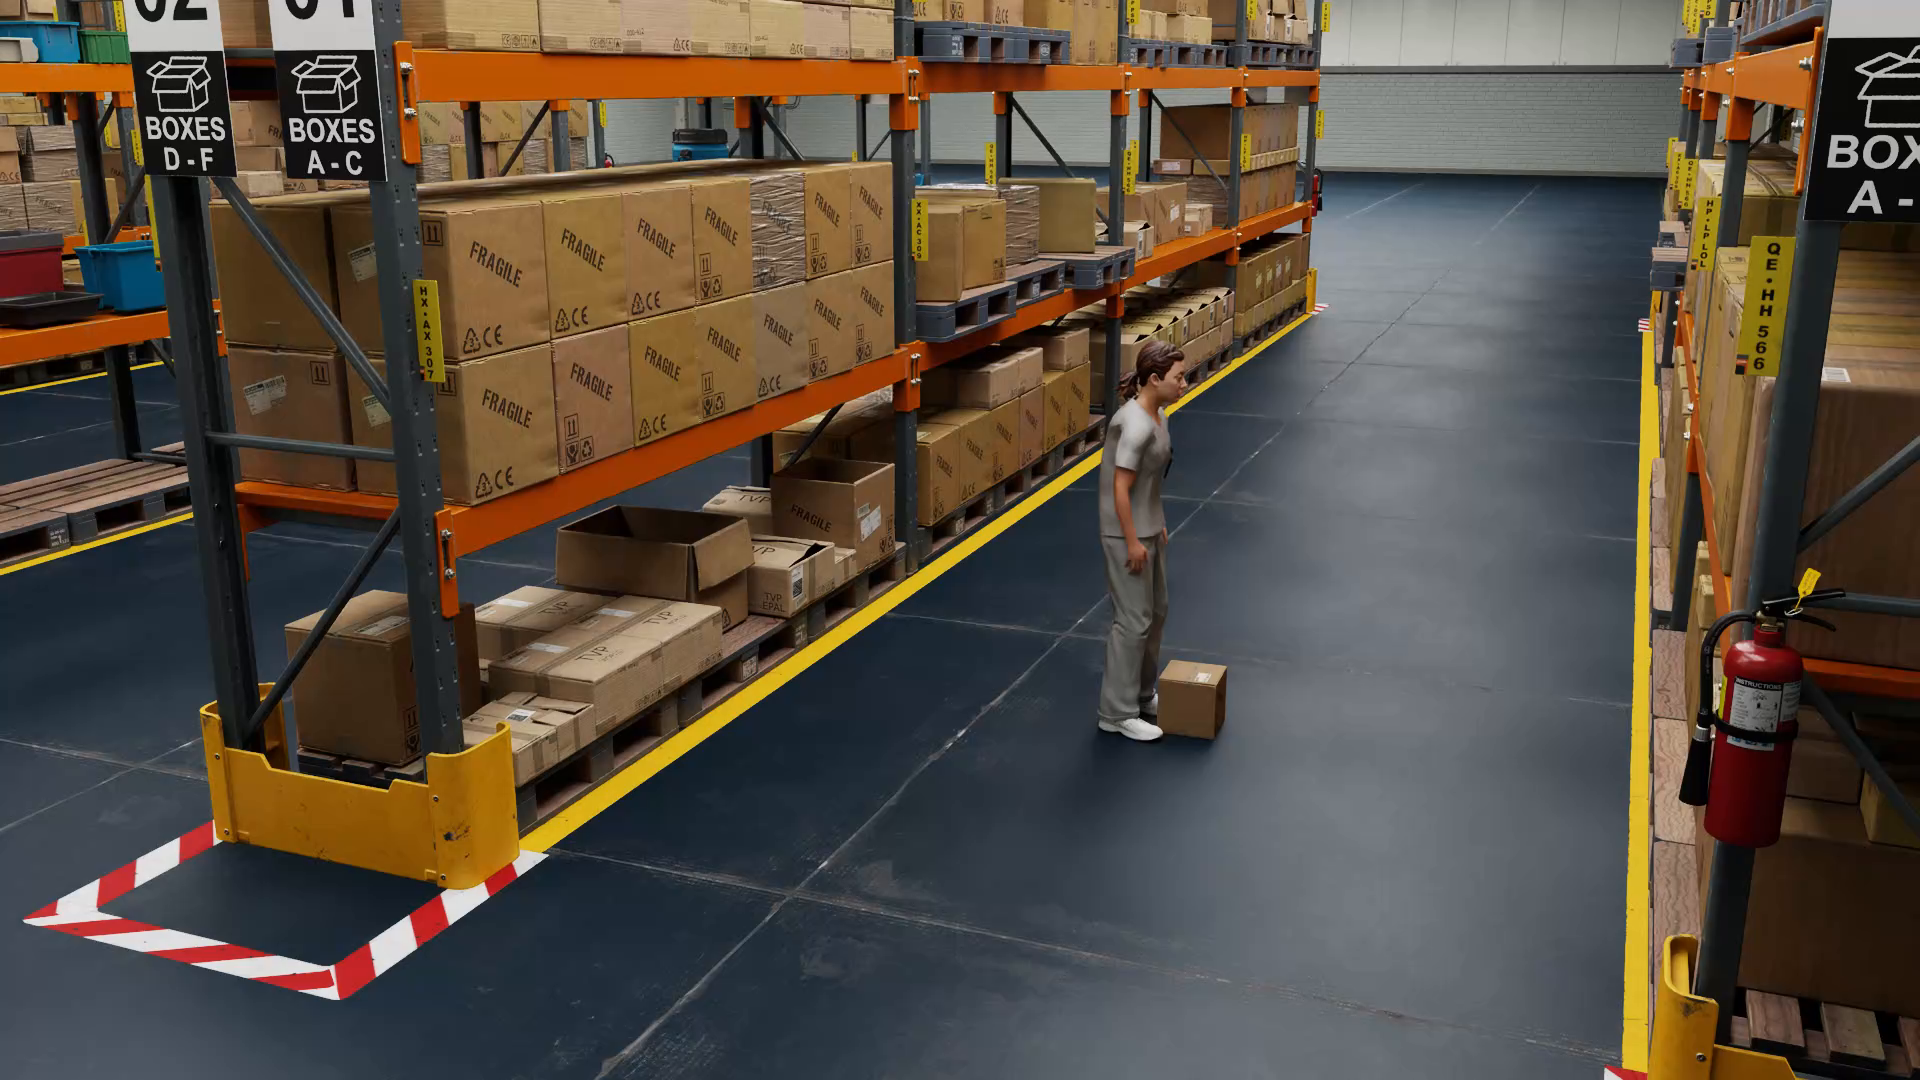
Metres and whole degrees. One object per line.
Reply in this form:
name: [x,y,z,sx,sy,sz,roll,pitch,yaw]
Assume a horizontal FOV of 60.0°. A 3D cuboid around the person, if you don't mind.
person: [0.771,-0.017,7.089,0.351,1.672,0.497,6,17,20]
